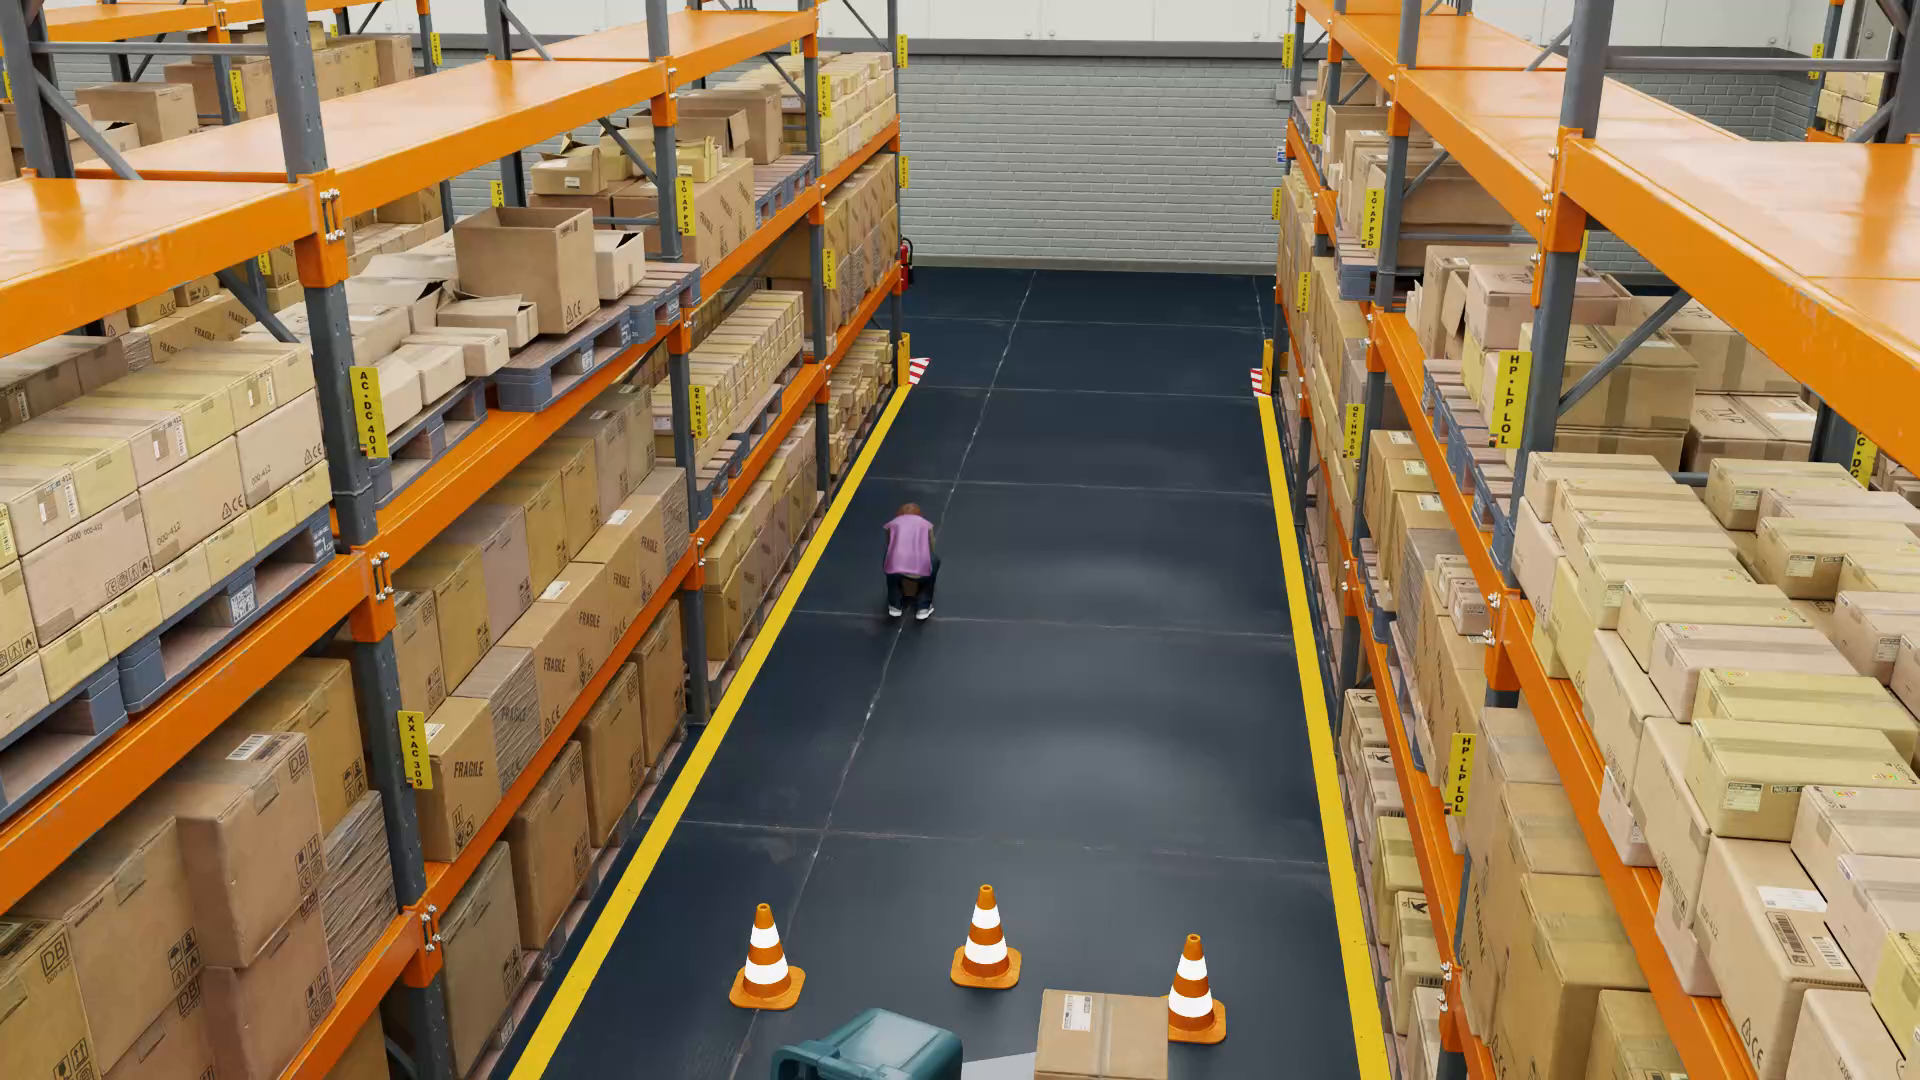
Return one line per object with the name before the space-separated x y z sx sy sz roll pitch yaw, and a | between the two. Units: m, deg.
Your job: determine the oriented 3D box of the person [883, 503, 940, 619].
person | -0.364 0.181 12.284 0.426 0.723 0.852 2 22 5
